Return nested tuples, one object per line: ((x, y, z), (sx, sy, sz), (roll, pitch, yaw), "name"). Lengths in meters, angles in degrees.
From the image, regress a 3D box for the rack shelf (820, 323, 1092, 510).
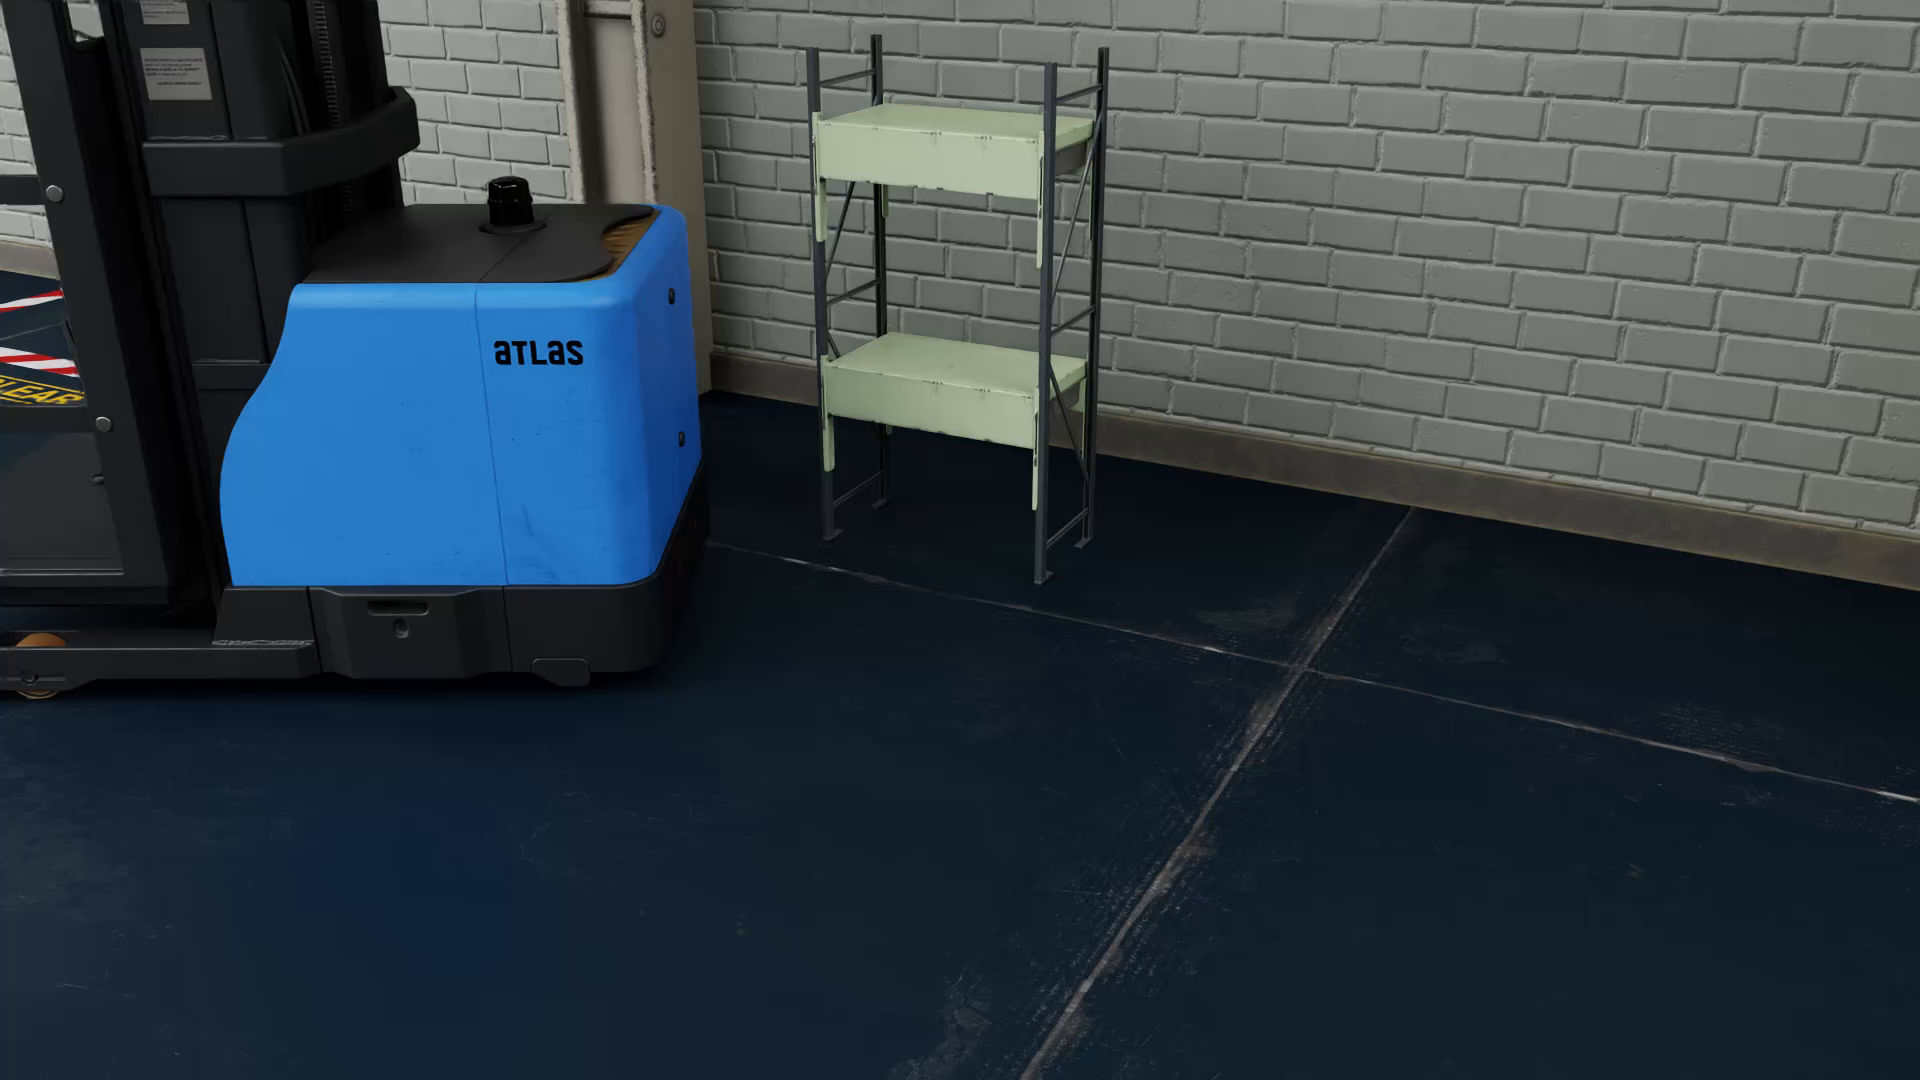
((-0.006, -0.391, 5.087), (0.720, 0.370, 0.431), (11, 25, 25), "rack shelf")

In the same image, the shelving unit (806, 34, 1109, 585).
((-0.006, -0.691, 4.959), (0.755, 1.500, 0.431), (11, 25, 25), "shelving unit")

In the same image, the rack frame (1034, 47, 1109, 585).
((0.321, -0.627, 4.807), (0.023, 1.500, 0.400), (11, 25, 25), "rack frame")

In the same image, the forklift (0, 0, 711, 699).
((-2.284, -1.146, 4.199), (3.031, 2.935, 1.130), (0, 23, 0), "forklift")

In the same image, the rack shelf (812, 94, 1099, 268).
((-0.006, -1.050, 4.806), (0.720, 0.370, 0.431), (11, 25, 25), "rack shelf")

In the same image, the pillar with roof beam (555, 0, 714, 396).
((-3.170, -3.237, 1.363), (0.400, 9.000, 9.100), (11, 25, 25), "pillar with roof beam")

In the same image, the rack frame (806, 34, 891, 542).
((-0.333, -0.756, 5.111), (0.023, 1.500, 0.400), (11, 25, 25), "rack frame")
